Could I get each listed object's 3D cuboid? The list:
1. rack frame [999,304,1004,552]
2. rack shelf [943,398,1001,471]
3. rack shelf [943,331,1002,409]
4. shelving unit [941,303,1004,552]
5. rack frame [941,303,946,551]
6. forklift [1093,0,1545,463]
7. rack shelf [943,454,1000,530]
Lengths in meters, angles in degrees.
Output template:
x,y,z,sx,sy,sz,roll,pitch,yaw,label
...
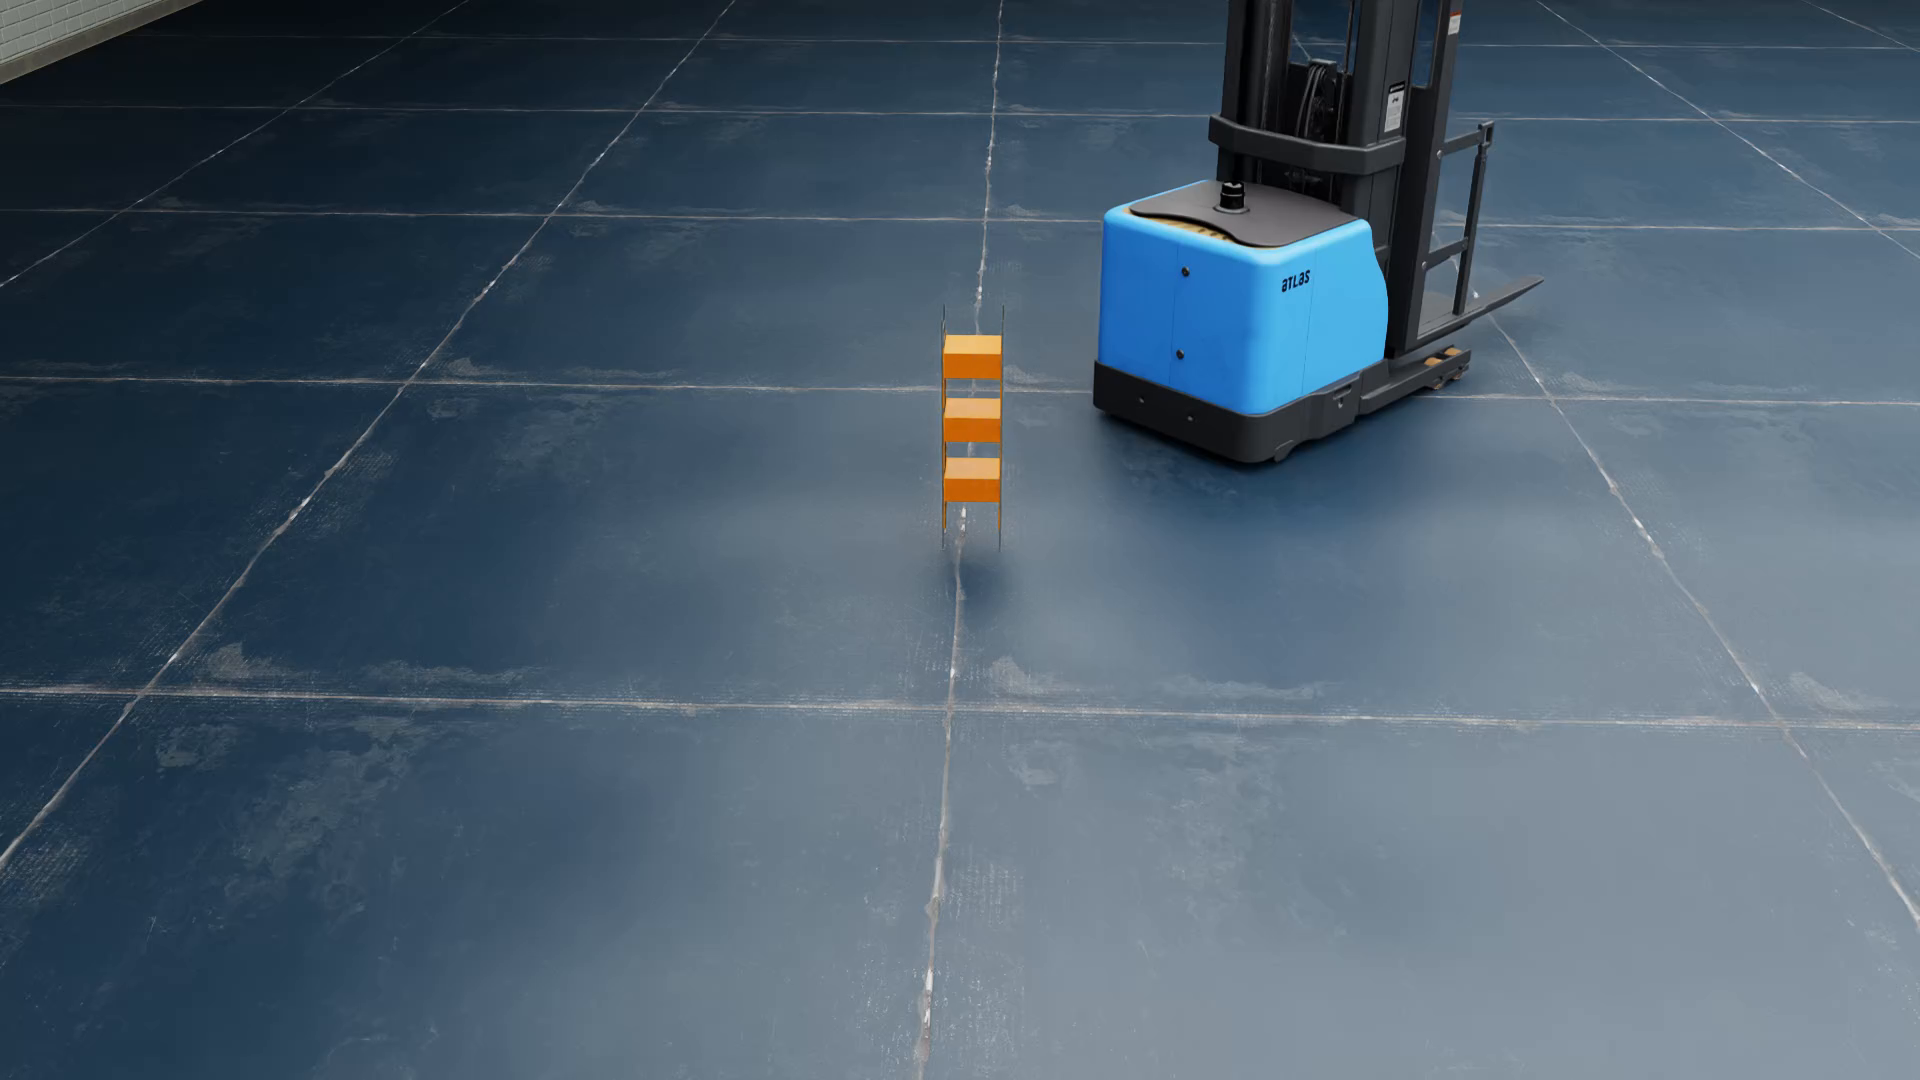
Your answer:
x,y,z,sx,sy,sz,roll,pitch,yaw,label
0.175,-0.461,6.999,0.008,1.050,0.200,1,28,2,rack frame
0.053,-0.454,7.007,0.240,0.259,0.215,1,28,2,rack shelf
0.053,-0.704,6.874,0.240,0.259,0.215,1,28,2,rack shelf
0.053,-0.463,7.002,0.252,1.050,0.215,1,28,2,shelving unit
-0.068,-0.465,7.006,0.008,1.050,0.200,1,28,2,rack frame
2.078,-2.241,8.347,3.031,2.935,1.130,-24,36,-38,forklift
0.053,-0.208,7.138,0.240,0.259,0.215,1,28,2,rack shelf
